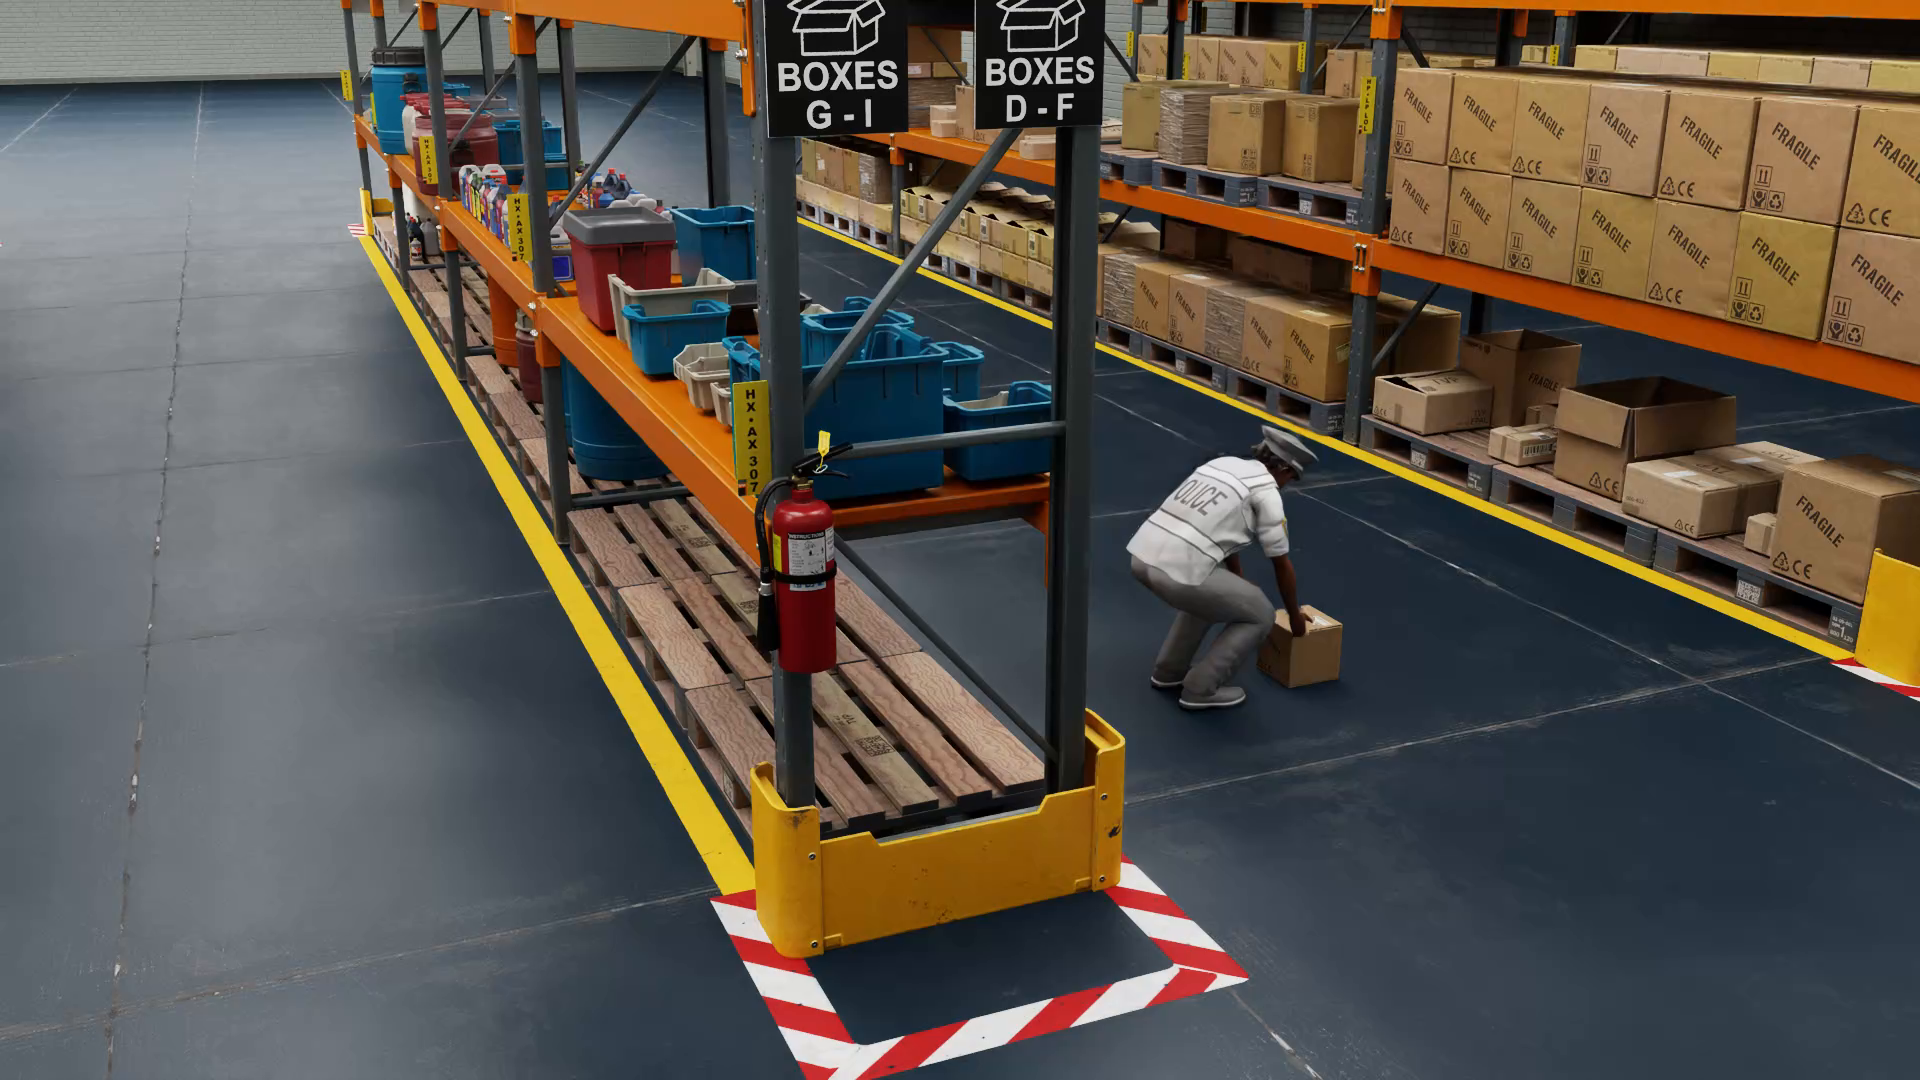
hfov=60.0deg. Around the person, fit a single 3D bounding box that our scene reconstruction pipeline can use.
[{"bbox_3d":[1.069,0.101,6.770,0.835,1.083,0.494,-8,20,-22],"label":"person"}]
